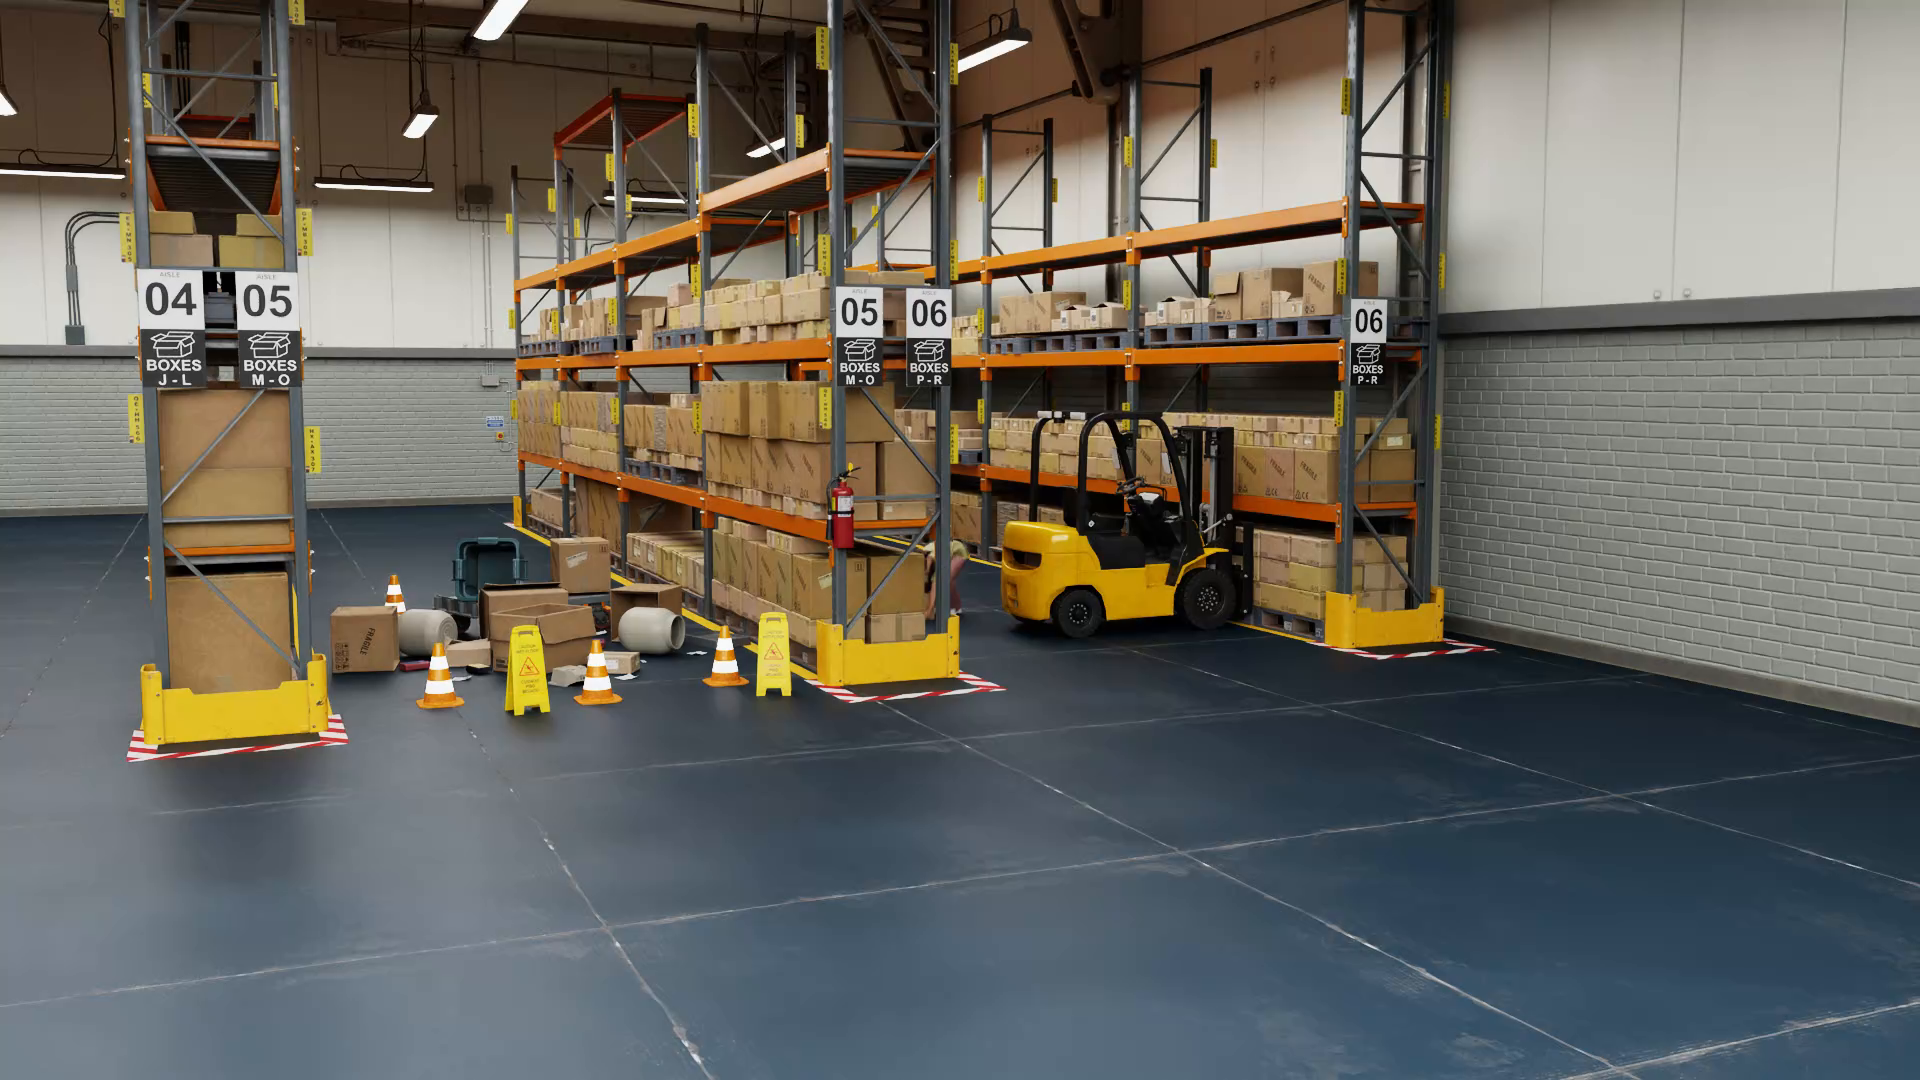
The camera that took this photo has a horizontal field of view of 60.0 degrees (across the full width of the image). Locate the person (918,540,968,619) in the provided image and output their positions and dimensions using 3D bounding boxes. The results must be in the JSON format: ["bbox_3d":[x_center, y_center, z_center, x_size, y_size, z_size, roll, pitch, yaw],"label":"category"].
[{"bbox_3d":[-0.258,0.425,17.402,0.474,0.831,0.862,4,7,35],"label":"person"}]
